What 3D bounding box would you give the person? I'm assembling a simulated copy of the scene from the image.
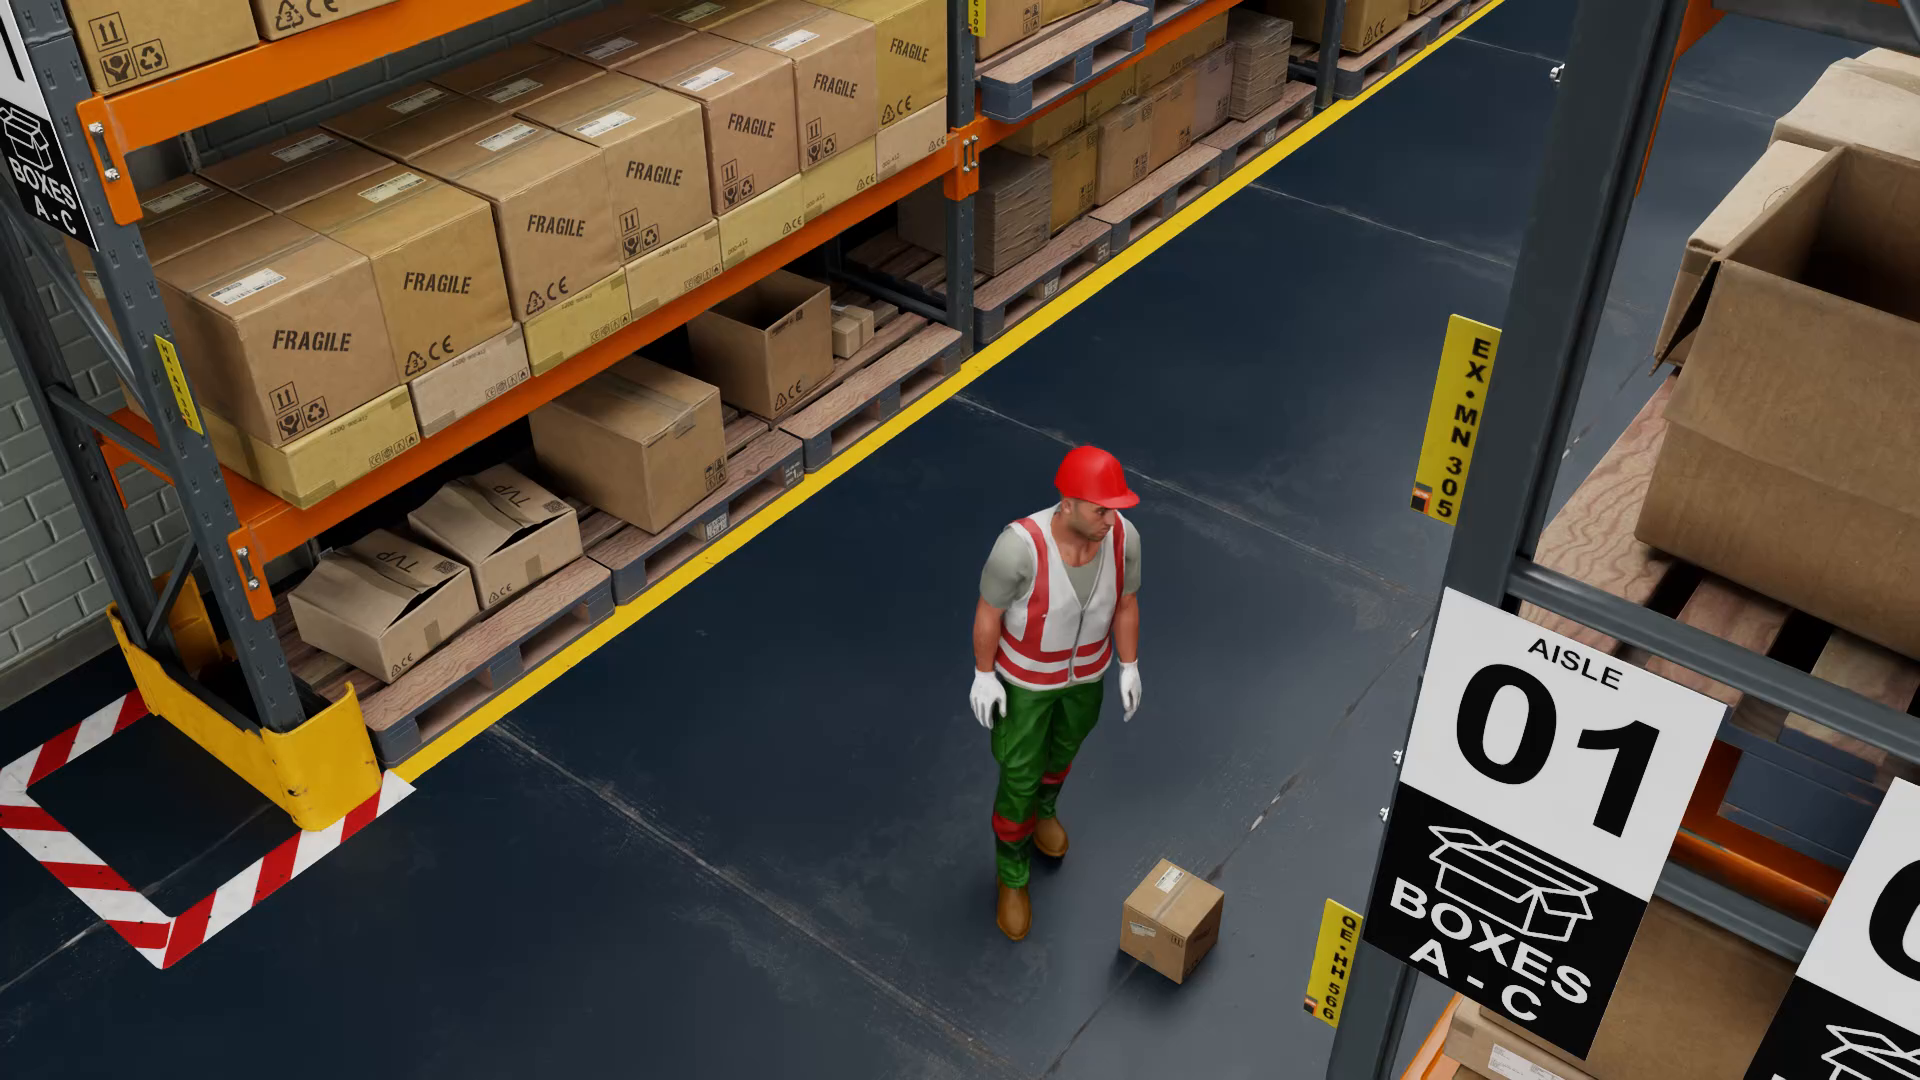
[{"bbox_3d":[0.333,0.476,5.515,0.601,1.783,0.571,-15,41,-18],"label":"person"}]
